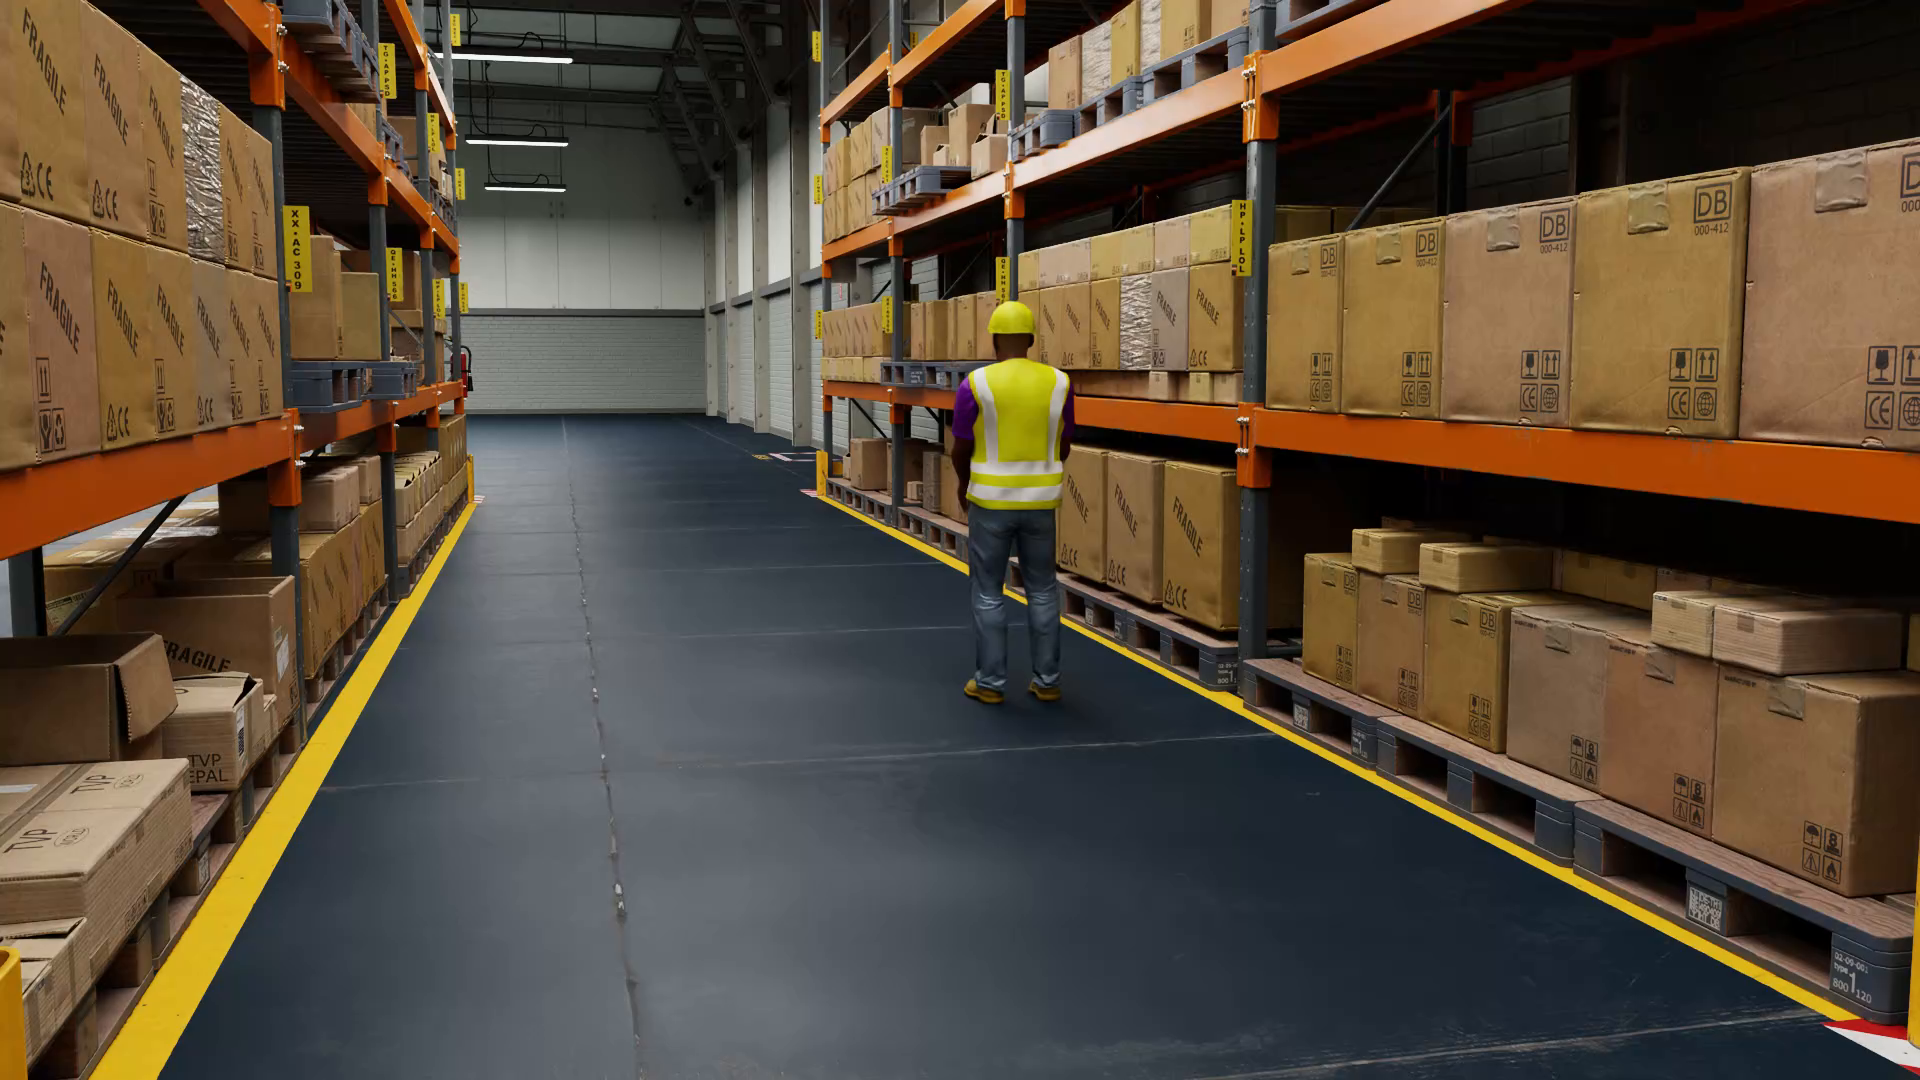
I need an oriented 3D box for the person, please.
[{"bbox_3d":[0.219,-0.169,7.428,0.558,1.769,0.520,-2,6,-14],"label":"person"}]
